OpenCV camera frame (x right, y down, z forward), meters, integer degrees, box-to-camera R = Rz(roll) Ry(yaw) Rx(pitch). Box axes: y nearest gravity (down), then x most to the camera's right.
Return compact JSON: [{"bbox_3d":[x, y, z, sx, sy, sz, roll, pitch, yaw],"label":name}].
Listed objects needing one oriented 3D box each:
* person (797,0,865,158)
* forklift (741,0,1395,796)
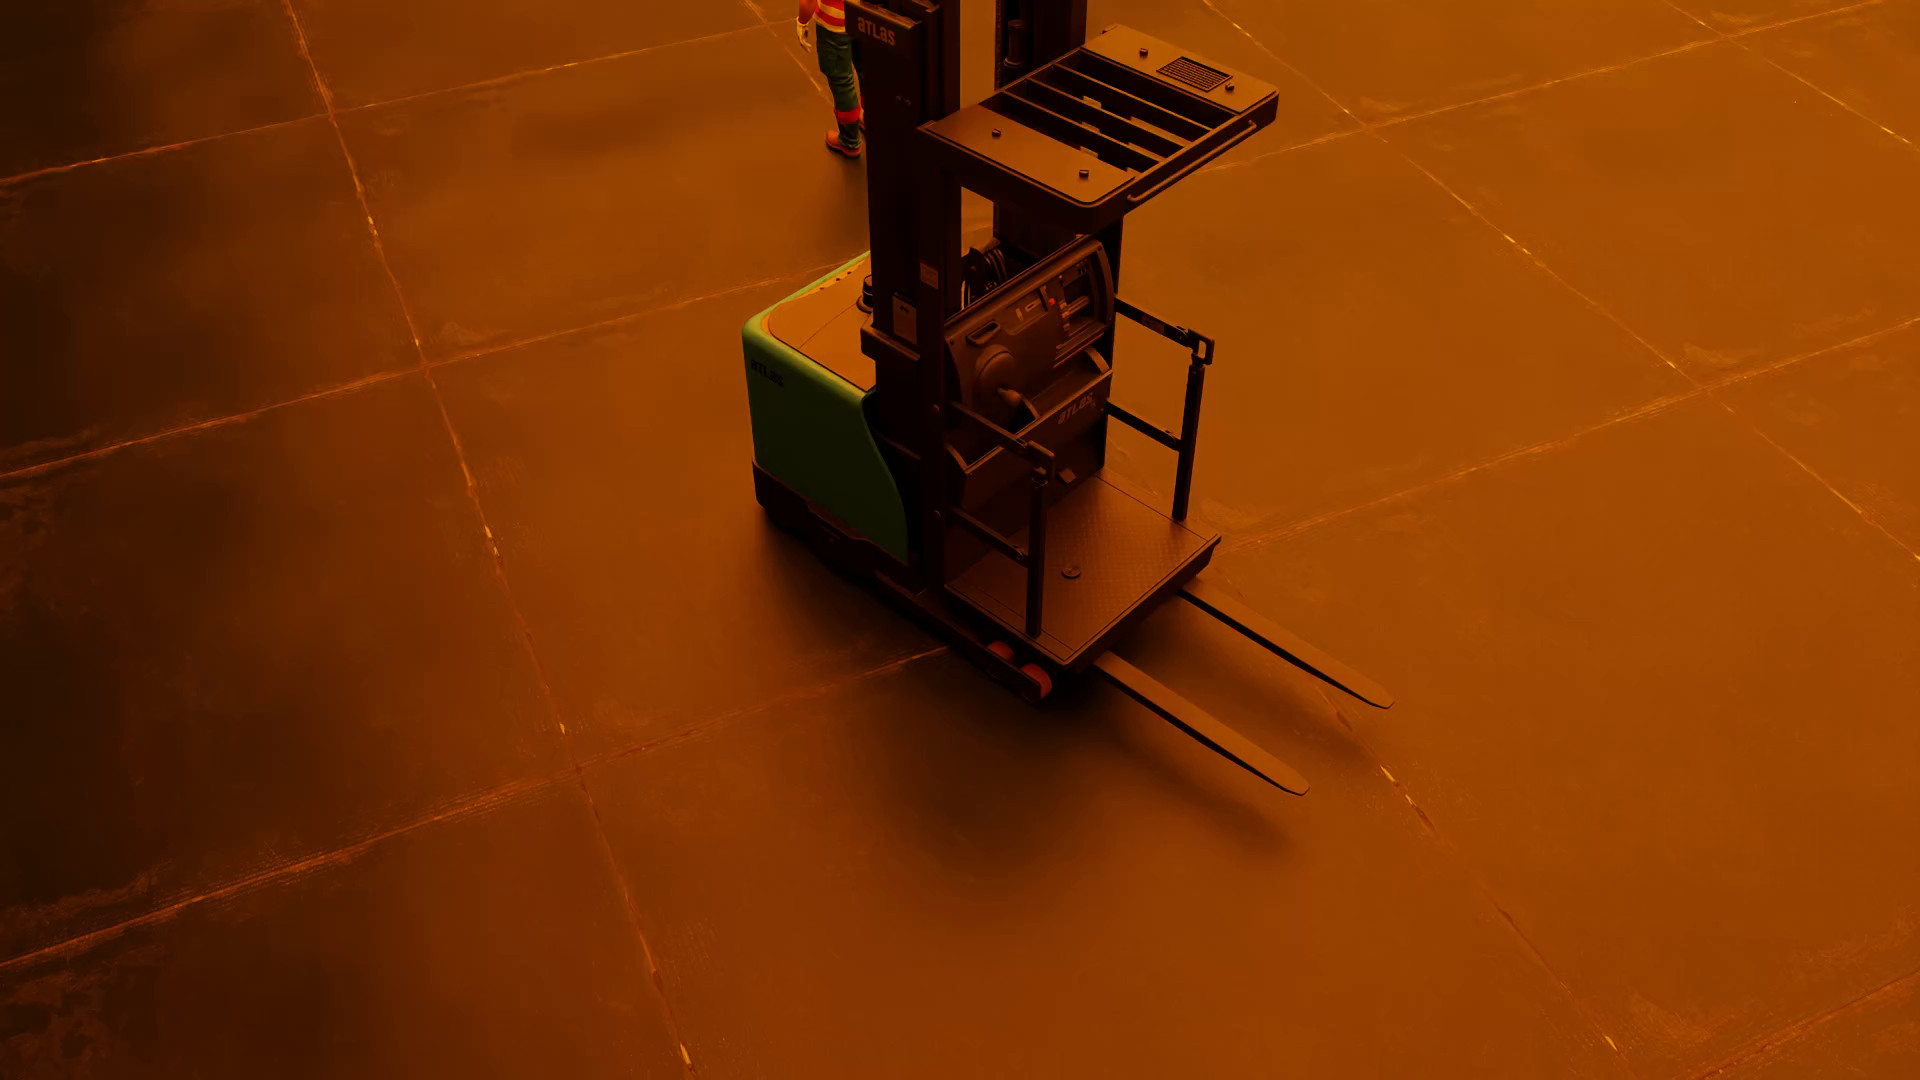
[{"bbox_3d":[-0.703,-3.123,9.853,0.638,1.788,0.563,-22,48,-22],"label":"person"},{"bbox_3d":[0.445,-0.788,6.525,3.031,2.935,1.130,32,52,30],"label":"forklift"}]
